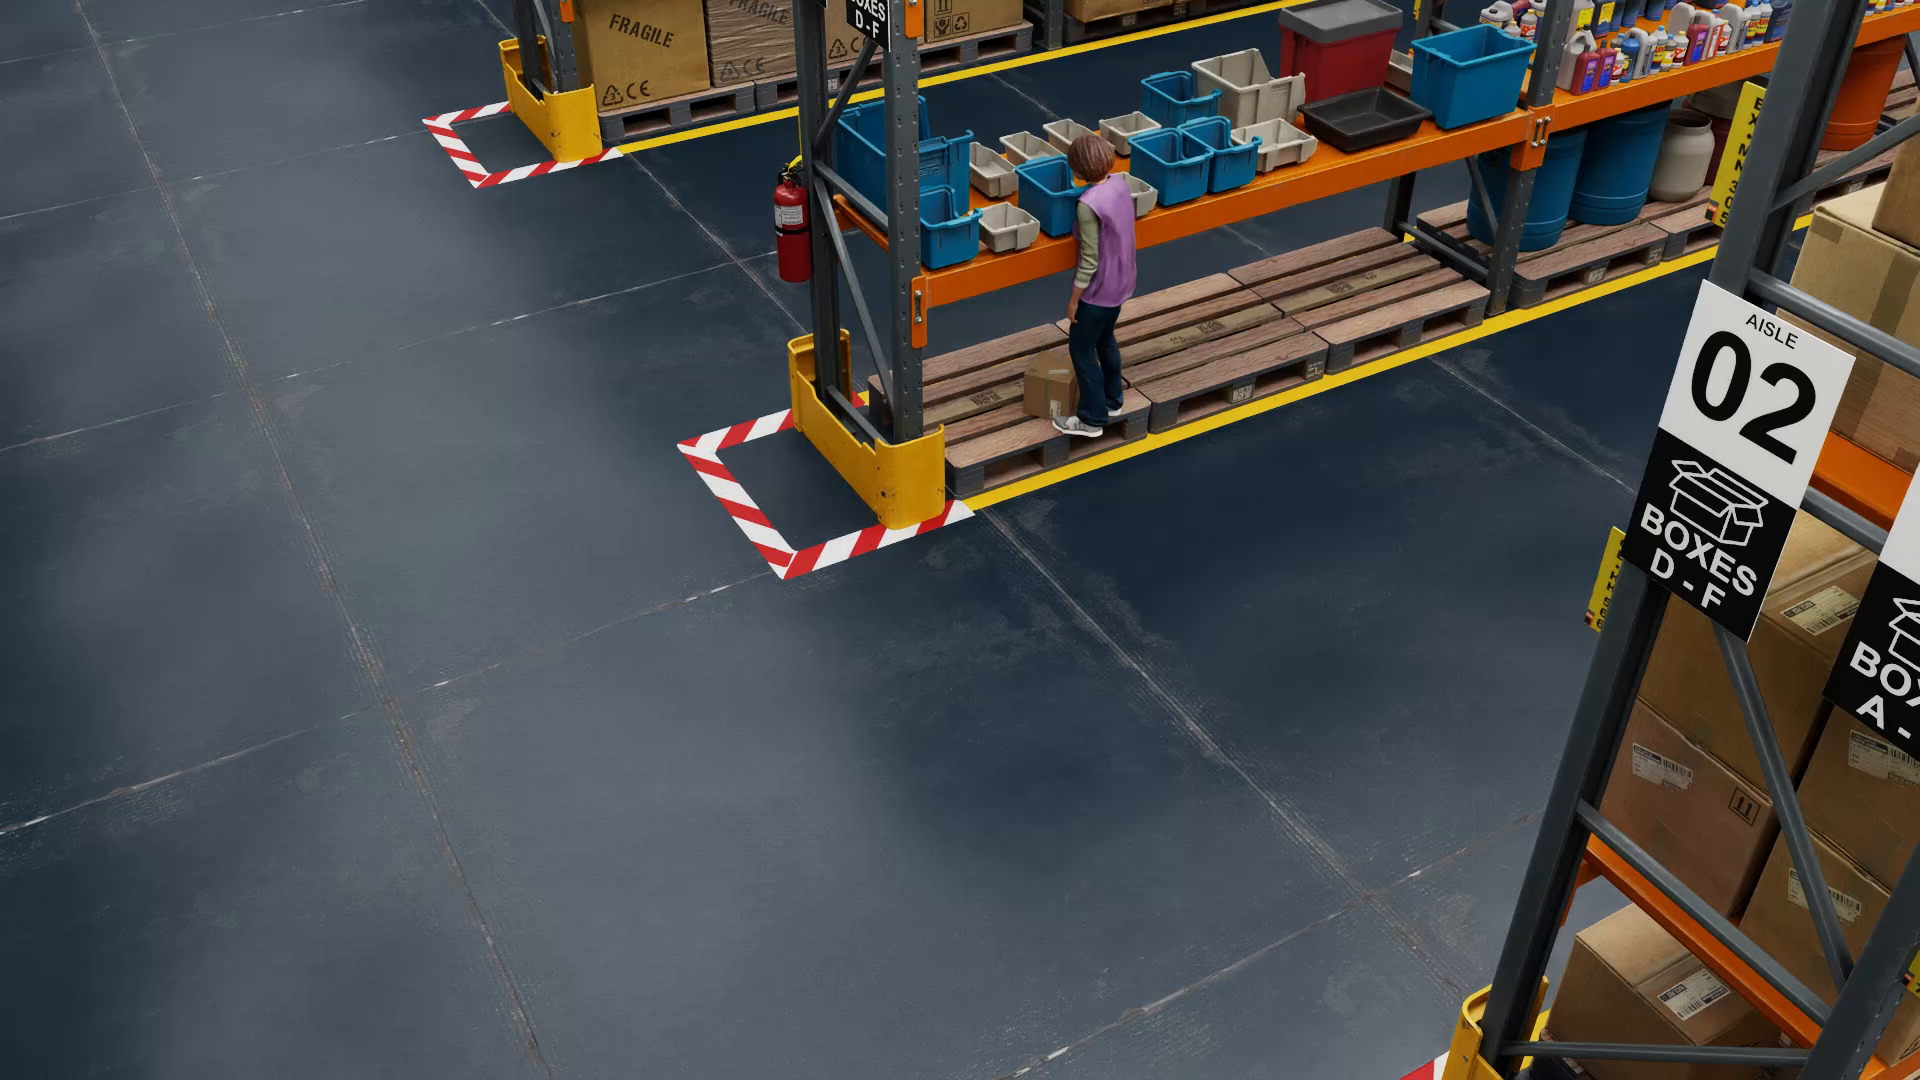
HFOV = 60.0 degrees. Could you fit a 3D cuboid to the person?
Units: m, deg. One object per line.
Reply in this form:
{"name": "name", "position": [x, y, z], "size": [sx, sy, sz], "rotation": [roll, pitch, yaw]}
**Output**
{"name": "person", "position": [0.681, -1.241, 8.219], "size": [0.350, 1.592, 0.474], "rotation": [21, 42, 25]}
